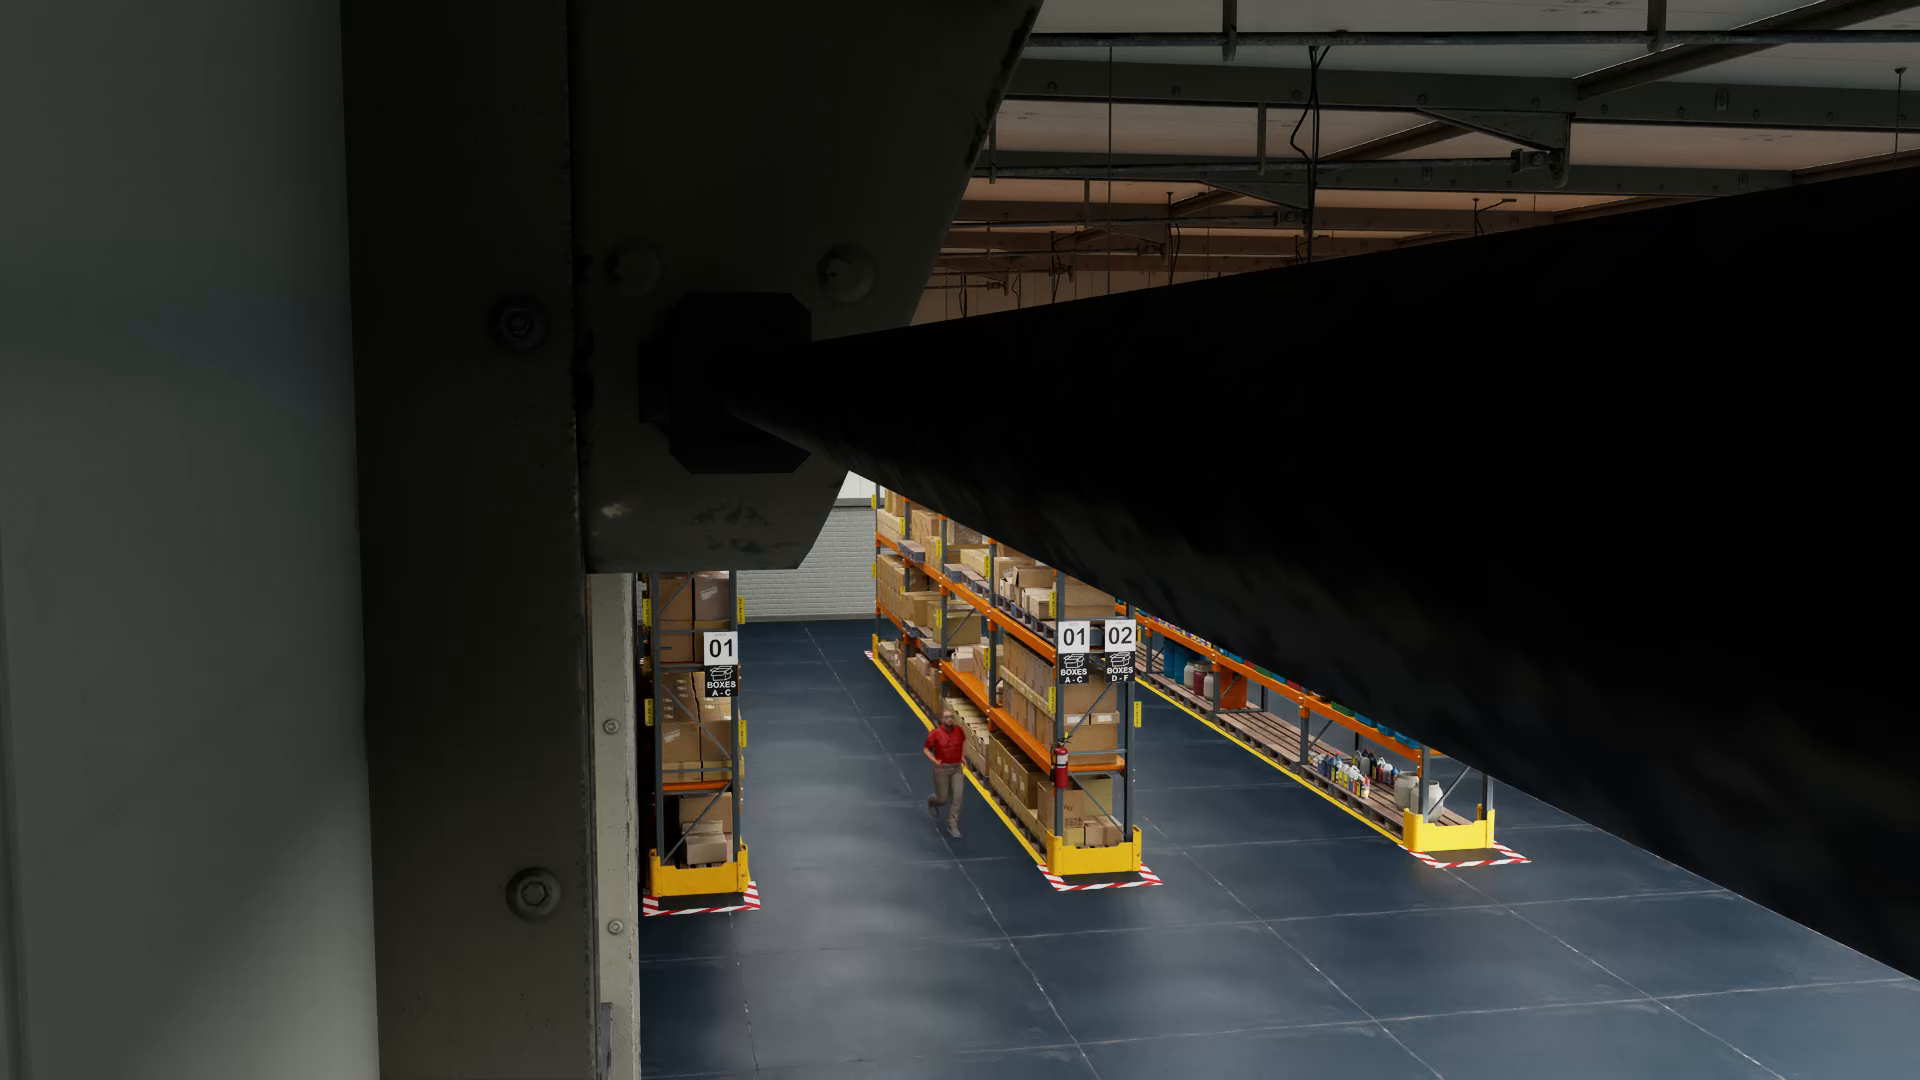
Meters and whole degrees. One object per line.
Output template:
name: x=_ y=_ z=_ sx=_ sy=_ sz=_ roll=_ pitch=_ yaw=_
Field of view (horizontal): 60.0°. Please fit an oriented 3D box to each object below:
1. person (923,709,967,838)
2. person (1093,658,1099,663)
person: x=-0.179 y=3.161 z=22.815 sx=0.663 sy=1.717 sz=0.816 roll=-2 pitch=6 yaw=-22
person: x=2.347 y=2.281 z=30.478 sx=0.658 sy=1.786 sz=0.979 roll=-2 pitch=6 yaw=-21
